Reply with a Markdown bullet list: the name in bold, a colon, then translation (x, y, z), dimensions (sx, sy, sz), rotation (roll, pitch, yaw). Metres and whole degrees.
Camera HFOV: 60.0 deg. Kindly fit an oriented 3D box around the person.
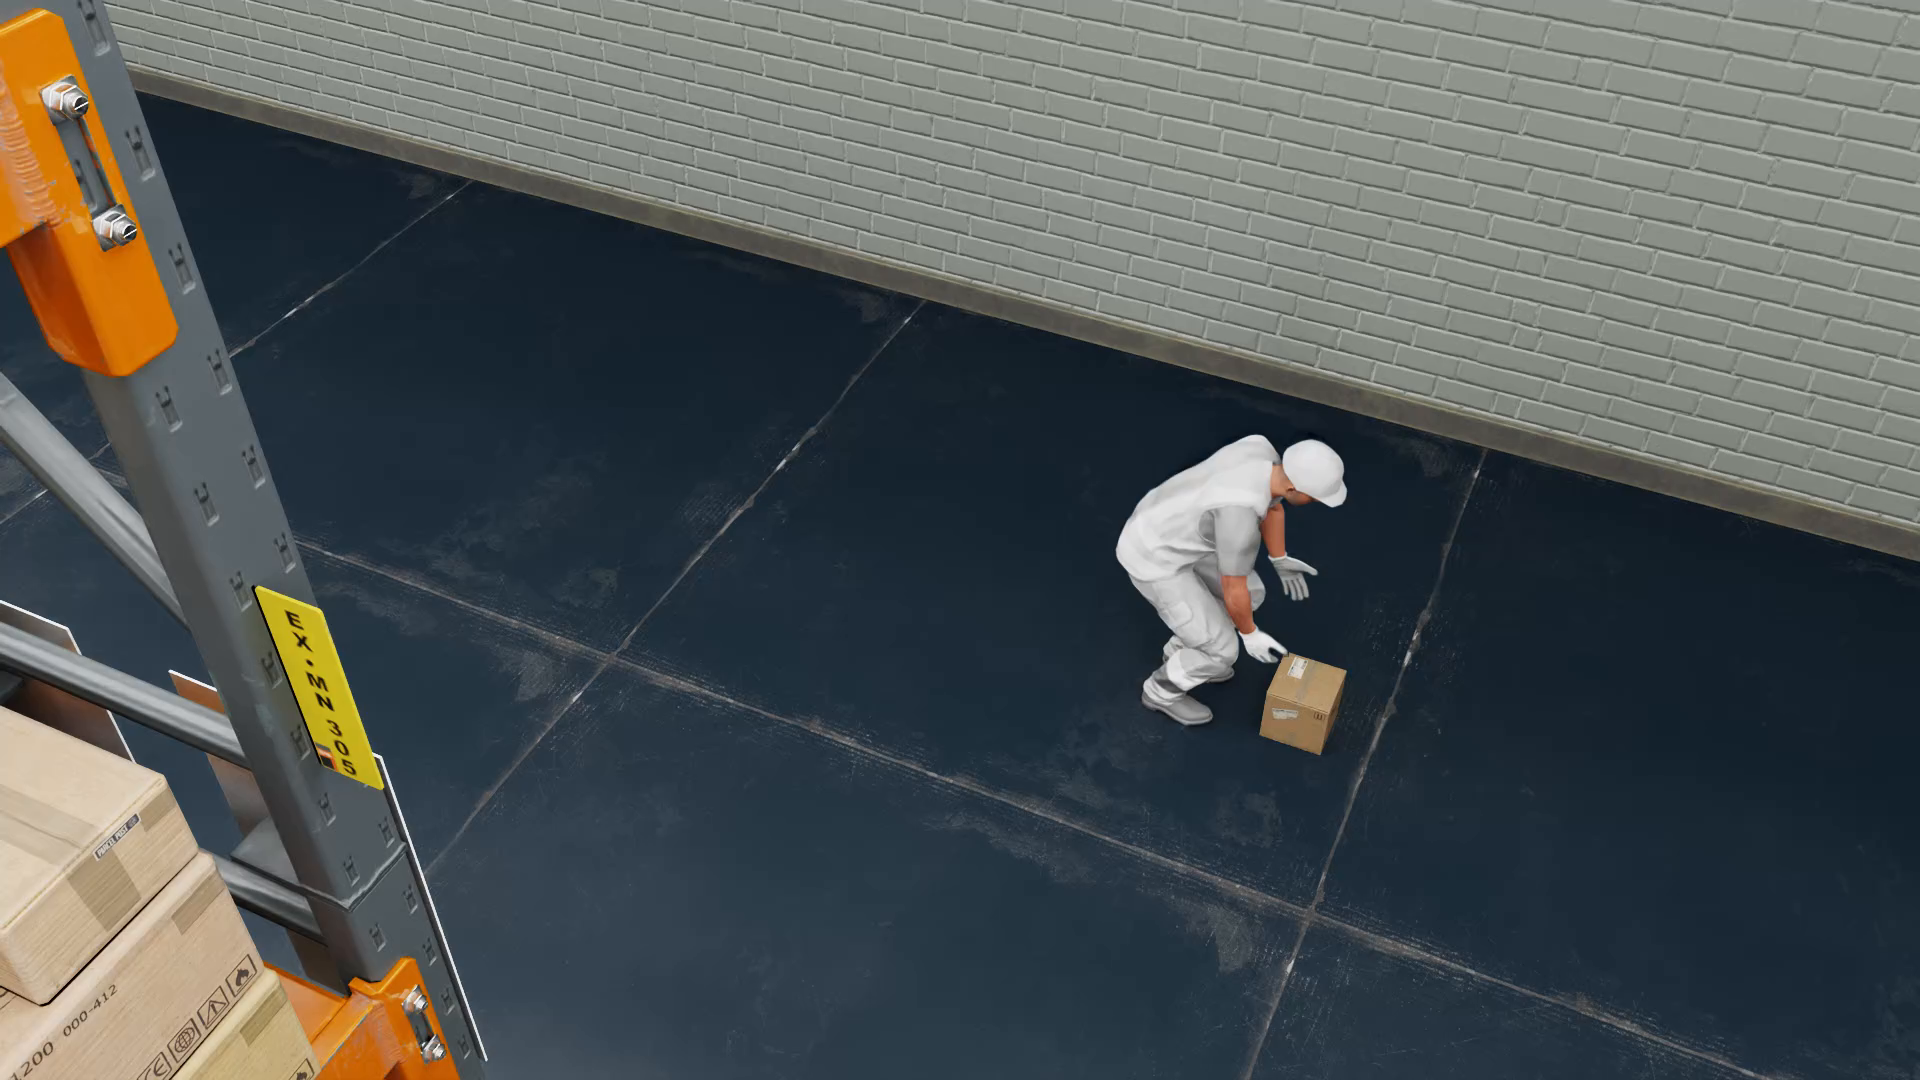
- **person**: translation (1.009, 0.099, 6.361), dimensions (0.795, 1.351, 0.584), rotation (17, 44, 19)
